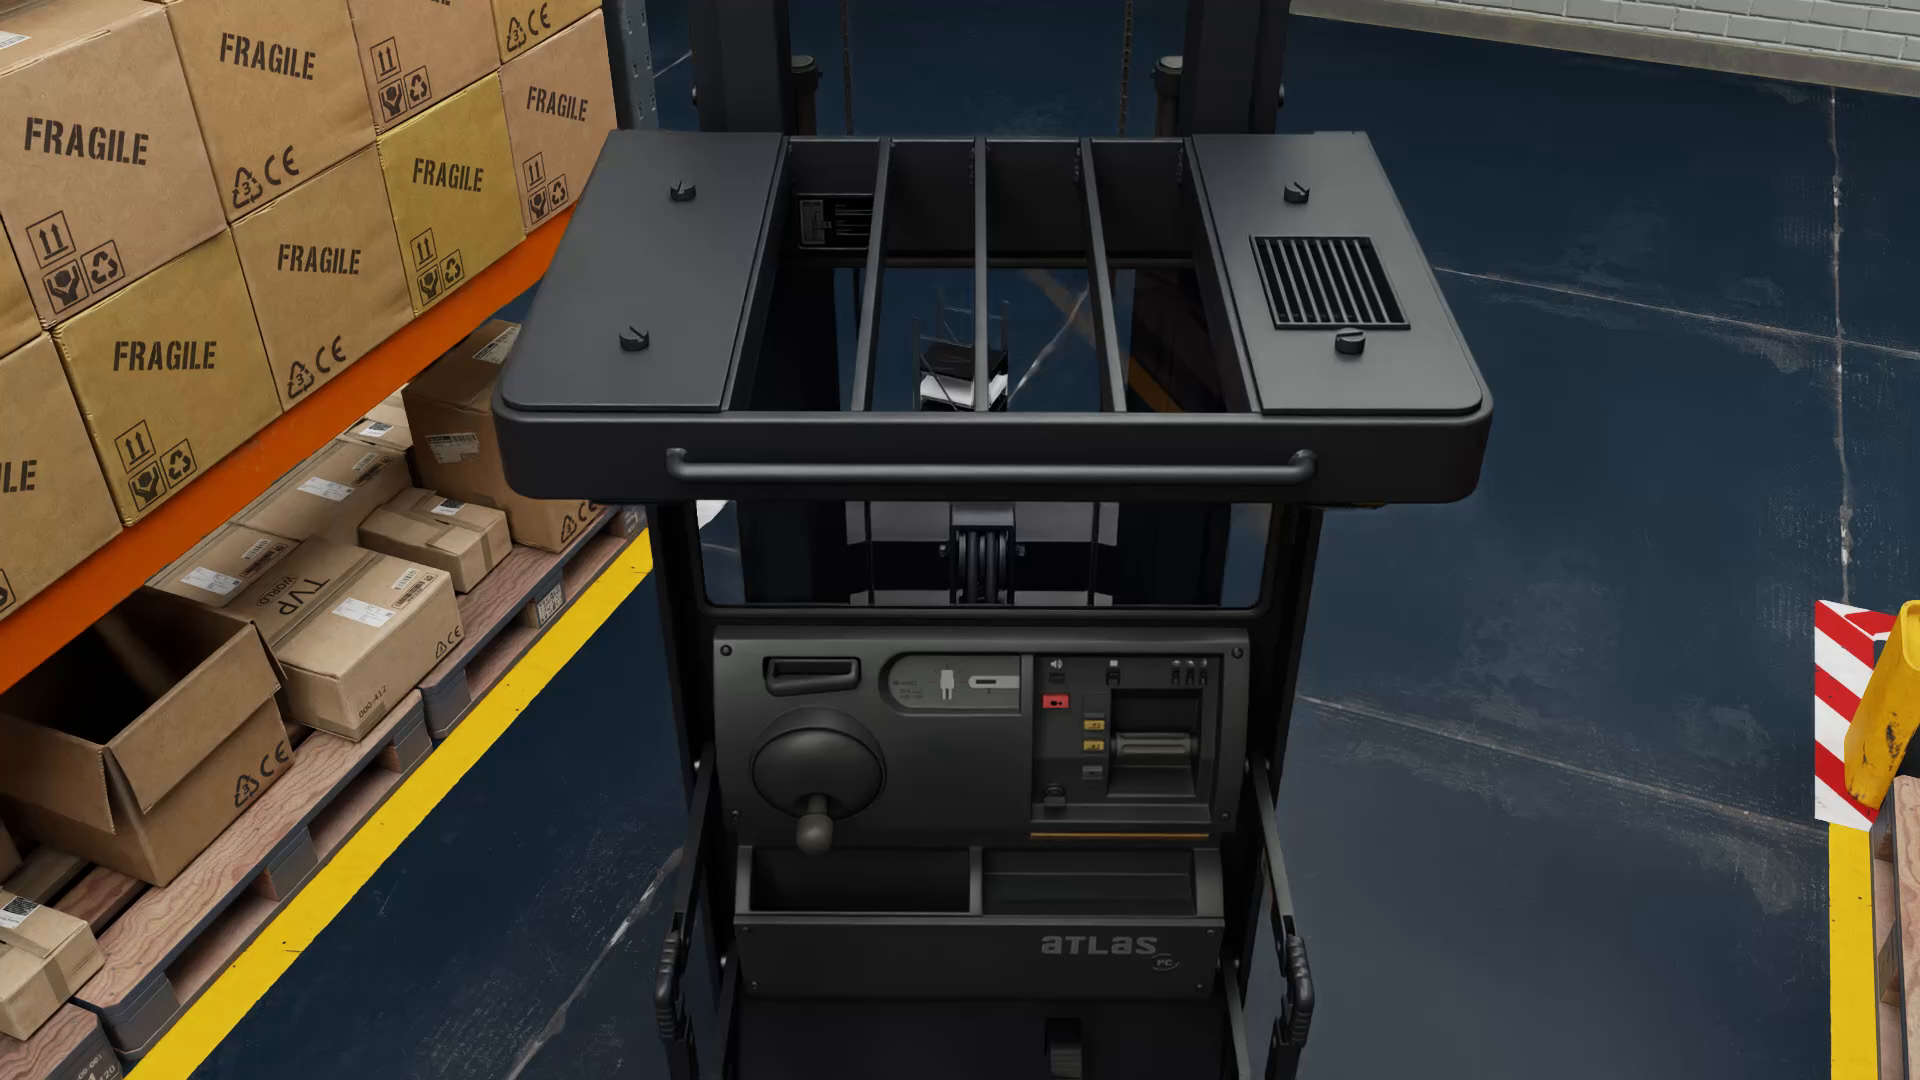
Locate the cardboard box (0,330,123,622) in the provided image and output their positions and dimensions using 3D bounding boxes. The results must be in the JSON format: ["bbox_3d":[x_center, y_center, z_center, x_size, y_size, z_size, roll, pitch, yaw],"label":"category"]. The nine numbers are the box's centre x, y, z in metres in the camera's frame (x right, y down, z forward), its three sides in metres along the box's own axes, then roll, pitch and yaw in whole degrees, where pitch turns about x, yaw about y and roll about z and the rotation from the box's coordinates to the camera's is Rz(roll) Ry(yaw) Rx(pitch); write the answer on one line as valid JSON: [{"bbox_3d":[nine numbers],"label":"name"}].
[{"bbox_3d":[-2.132,-0.136,3.342,0.500,0.500,0.500,14,39,18],"label":"cardboard box"}]

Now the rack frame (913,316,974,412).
[{"bbox_3d":[-0.036,-0.309,5.411,0.240,0.900,0.006,14,39,18],"label":"rack frame"}]

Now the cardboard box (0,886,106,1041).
[{"bbox_3d":[-2.282,0.980,3.933,0.380,0.166,0.250,14,39,18],"label":"cardboard box"}]

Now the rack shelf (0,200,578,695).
[{"bbox_3d":[-2.201,-0.134,4.025,1.077,0.370,4.000,14,39,18],"label":"rack shelf"}]

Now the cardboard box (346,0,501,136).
[{"bbox_3d":[-1.547,-1.381,4.173,0.500,0.500,0.500,15,39,19],"label":"cardboard box"}]

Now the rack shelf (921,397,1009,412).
[{"bbox_3d":[0.003,-0.410,5.453,0.258,0.077,0.200,14,39,18],"label":"rack shelf"}]

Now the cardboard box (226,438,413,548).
[{"bbox_3d":[-2.100,-0.091,5.296,0.500,0.250,0.500,14,39,18],"label":"cardboard box"}]

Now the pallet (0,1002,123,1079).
[{"bbox_3d":[-2.700,1.422,3.671,1.003,0.211,1.213,14,39,18],"label":"pallet"}]

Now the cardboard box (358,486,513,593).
[{"bbox_3d":[-1.657,-0.010,5.257,0.380,0.166,0.250,14,39,18],"label":"cardboard box"}]

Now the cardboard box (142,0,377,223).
[{"bbox_3d":[-1.740,-1.093,3.788,0.500,0.500,0.500,15,39,19],"label":"cardboard box"}]

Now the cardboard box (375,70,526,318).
[{"bbox_3d":[-1.553,-0.971,4.461,0.500,0.500,0.500,14,39,18],"label":"cardboard box"}]

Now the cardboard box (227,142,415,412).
[{"bbox_3d":[-1.748,-0.696,4.093,0.500,0.500,0.500,14,39,18],"label":"cardboard box"}]

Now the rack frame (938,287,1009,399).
[{"bbox_3d":[0.042,-0.421,5.562,0.240,0.900,0.006,14,39,18],"label":"rack frame"}]

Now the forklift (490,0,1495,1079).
[{"bbox_3d":[0.037,0.418,2.742,1.130,2.935,3.031,0,37,0],"label":"forklift"}]

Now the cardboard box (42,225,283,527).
[{"bbox_3d":[-1.940,-0.418,3.720,0.500,0.500,0.500,13,39,17],"label":"cardboard box"}]

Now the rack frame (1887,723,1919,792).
[{"bbox_3d":[3.139,-0.399,3.778,1.000,3.000,0.127,14,39,18],"label":"rack frame"}]

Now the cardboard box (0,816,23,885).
[{"bbox_3d":[-2.722,0.791,4.065,0.500,0.311,0.500,14,39,18],"label":"cardboard box"}]

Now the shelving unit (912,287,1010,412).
[{"bbox_3d":[0.003,-0.365,5.487,0.258,0.900,0.210,14,39,18],"label":"shelving unit"}]

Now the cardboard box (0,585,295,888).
[{"bbox_3d":[-2.252,0.468,4.337,0.797,0.503,0.637,14,39,18],"label":"cardboard box"}]

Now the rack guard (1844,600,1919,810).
[{"bbox_3d":[3.136,0.586,4.548,1.175,0.500,0.348,14,39,18],"label":"rack guard"}]

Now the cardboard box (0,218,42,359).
[{"bbox_3d":[-2.131,-0.522,3.025,0.500,0.500,0.500,13,39,16],"label":"cardboard box"}]

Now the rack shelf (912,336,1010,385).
[{"bbox_3d":[0.003,-0.555,5.345,0.258,0.077,0.200,14,39,18],"label":"rack shelf"}]

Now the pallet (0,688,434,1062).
[{"bbox_3d":[-2.237,0.744,4.578,1.003,0.211,1.213,14,39,18],"label":"pallet"}]

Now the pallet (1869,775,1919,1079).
[{"bbox_3d":[2.790,1.166,4.014,1.003,0.211,1.213,14,39,18],"label":"pallet"}]

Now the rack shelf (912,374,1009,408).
[{"bbox_3d":[0.003,-0.482,5.399,0.258,0.077,0.200,14,39,18],"label":"rack shelf"}]

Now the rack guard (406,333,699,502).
[{"bbox_3d":[-1.469,-0.486,5.983,1.175,0.500,0.348,14,39,18],"label":"rack guard"}]

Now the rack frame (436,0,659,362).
[{"bbox_3d":[-1.440,-1.529,5.291,1.000,3.000,0.127,14,39,18],"label":"rack frame"}]

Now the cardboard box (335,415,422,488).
[{"bbox_3d":[-2.012,-0.279,5.617,0.380,0.166,0.250,14,39,18],"label":"cardboard box"}]

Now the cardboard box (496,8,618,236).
[{"bbox_3d":[-1.359,-1.259,4.846,0.500,0.500,0.500,15,39,19],"label":"cardboard box"}]

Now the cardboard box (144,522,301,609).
[{"bbox_3d":[-2.290,0.186,4.925,0.500,0.250,0.500,14,39,18],"label":"cardboard box"}]

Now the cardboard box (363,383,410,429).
[{"bbox_3d":[-1.917,-0.410,5.807,0.380,0.149,0.250,14,39,18],"label":"cardboard box"}]

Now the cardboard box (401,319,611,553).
[{"bbox_3d":[-1.419,-0.347,5.430,0.500,0.500,0.500,14,39,18],"label":"cardboard box"}]

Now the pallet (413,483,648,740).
[{"bbox_3d":[-1.771,0.071,5.479,1.003,0.211,1.213,14,39,18],"label":"pallet"}]

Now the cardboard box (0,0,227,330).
[{"bbox_3d":[-1.935,-0.809,3.408,0.500,0.500,0.500,15,39,19],"label":"cardboard box"}]

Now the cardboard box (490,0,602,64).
[{"bbox_3d":[-1.355,-1.661,4.548,0.500,0.500,0.500,14,39,17],"label":"cardboard box"}]

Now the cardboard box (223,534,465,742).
[{"bbox_3d":[-1.808,0.272,4.810,0.500,0.250,0.500,14,39,18],"label":"cardboard box"}]
